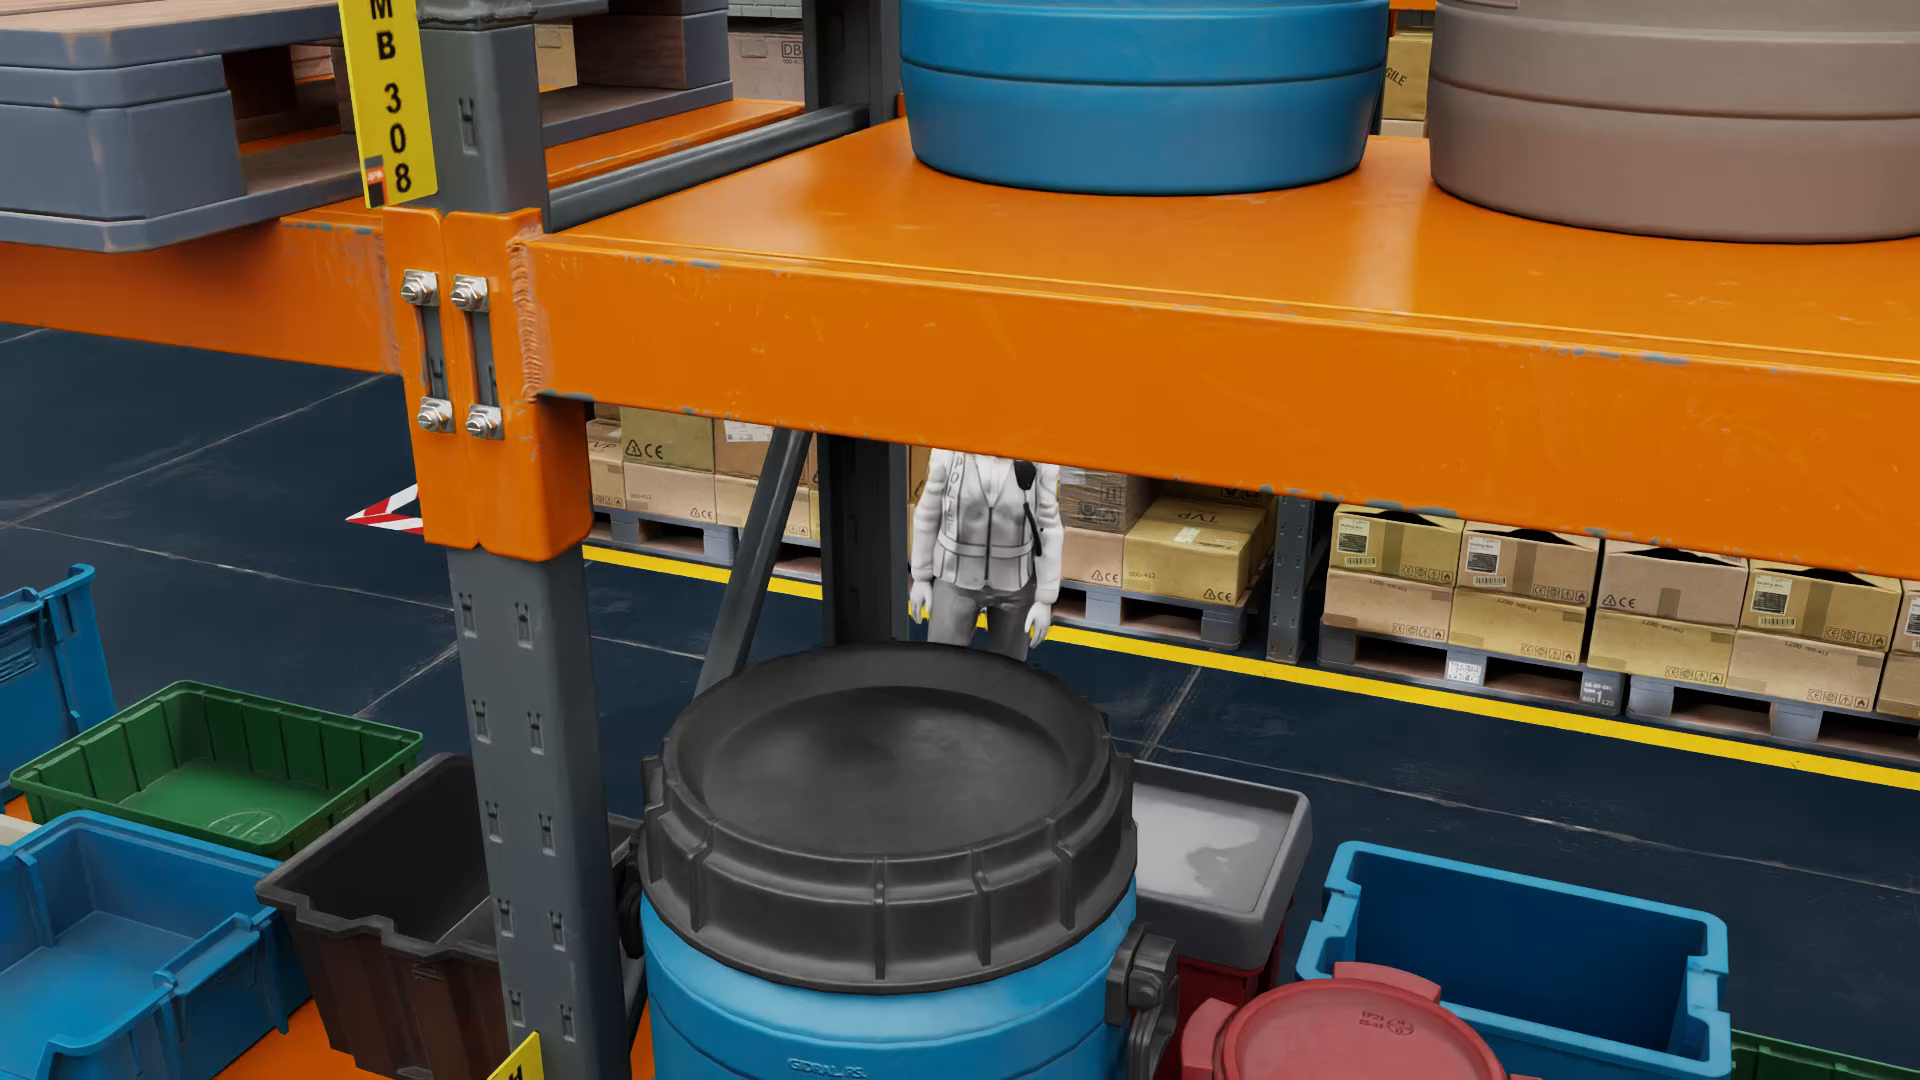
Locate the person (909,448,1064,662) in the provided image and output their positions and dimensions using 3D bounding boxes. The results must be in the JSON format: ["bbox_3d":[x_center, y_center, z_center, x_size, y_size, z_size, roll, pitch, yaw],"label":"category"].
[{"bbox_3d":[0.078,0.192,5.581,0.536,1.647,0.679,0,22,0],"label":"person"}]
